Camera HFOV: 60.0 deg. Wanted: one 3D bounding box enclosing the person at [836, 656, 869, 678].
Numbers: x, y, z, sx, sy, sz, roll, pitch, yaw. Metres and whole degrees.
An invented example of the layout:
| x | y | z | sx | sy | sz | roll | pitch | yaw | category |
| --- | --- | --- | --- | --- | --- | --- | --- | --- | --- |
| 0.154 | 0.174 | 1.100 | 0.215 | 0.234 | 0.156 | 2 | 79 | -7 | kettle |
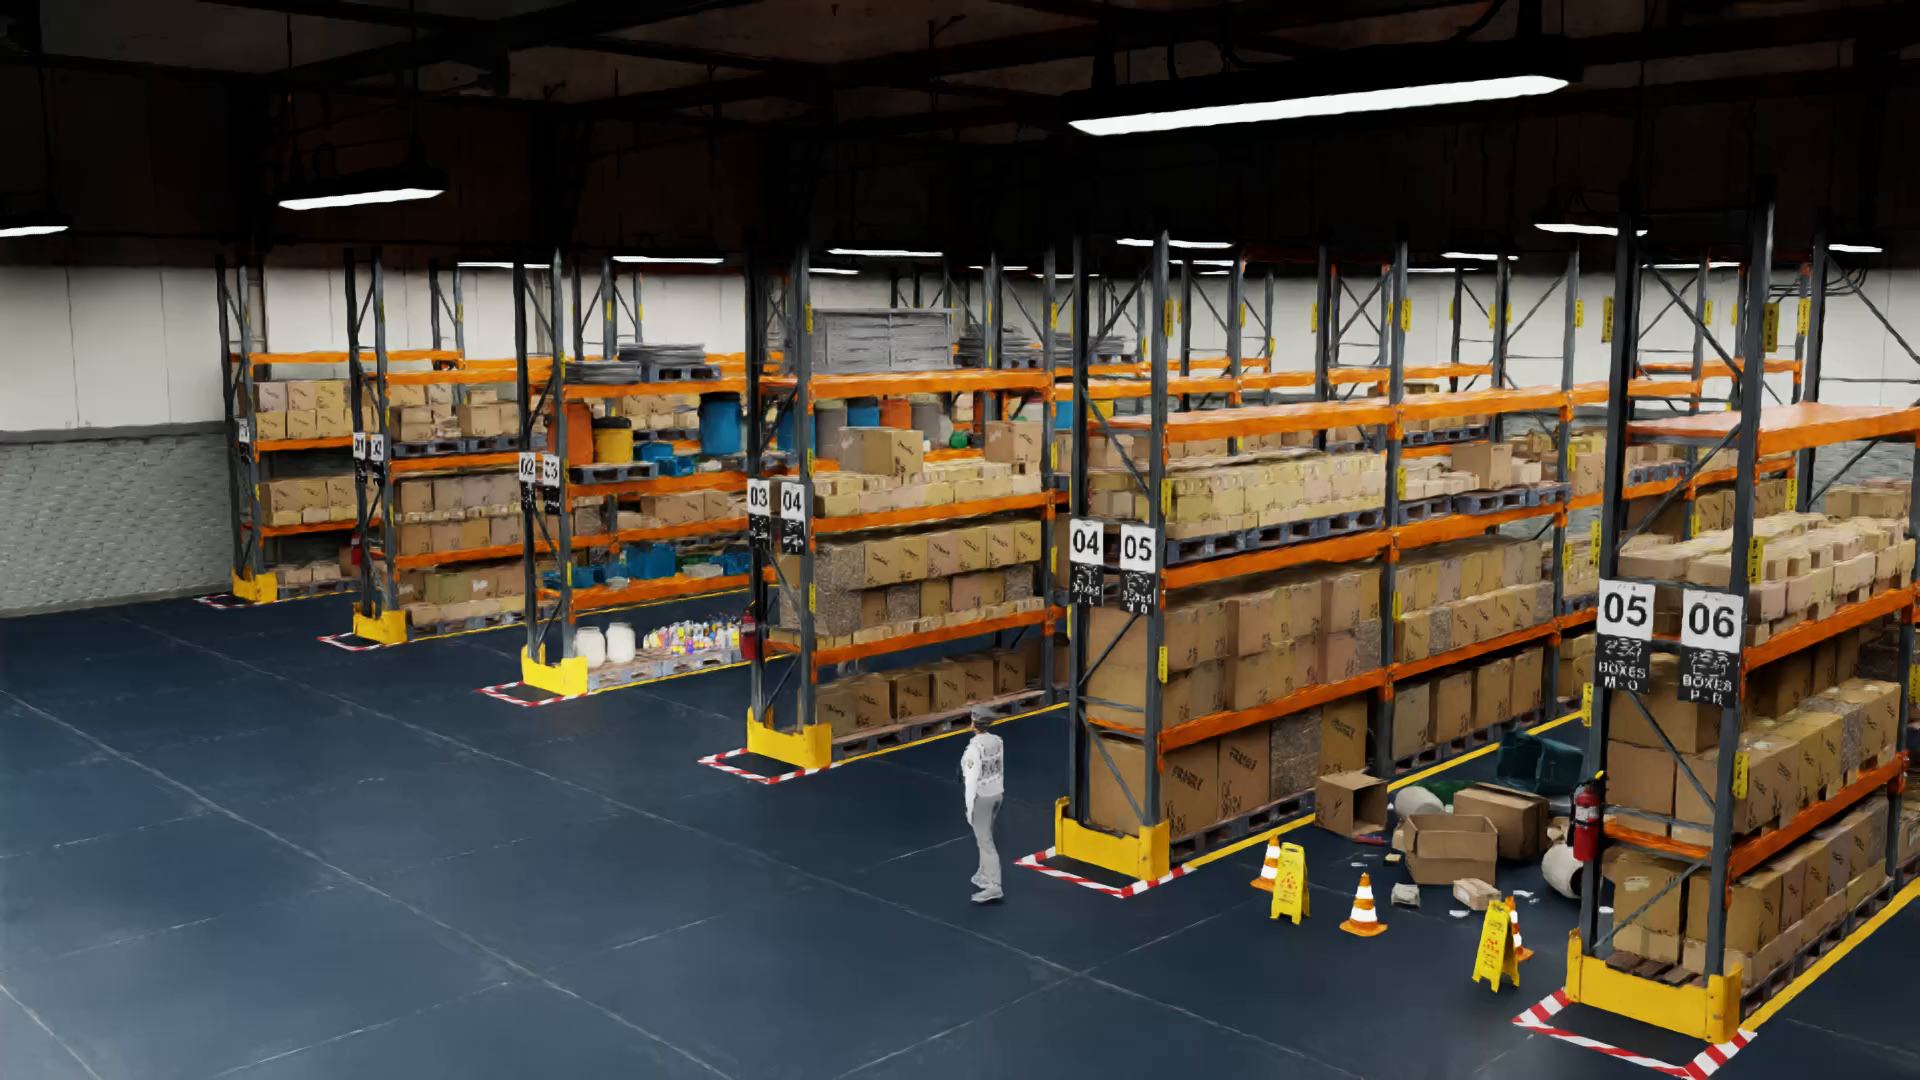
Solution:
| x | y | z | sx | sy | sz | roll | pitch | yaw | category |
| --- | --- | --- | --- | --- | --- | --- | --- | --- | --- |
| -1.368 | 1.321 | 21.576 | 0.592 | 1.630 | 0.532 | 8 | 11 | 44 | person |

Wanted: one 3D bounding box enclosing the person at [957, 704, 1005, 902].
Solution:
| x | y | z | sx | sy | sz | roll | pitch | yaw | category |
| --- | --- | --- | --- | --- | --- | --- | --- | --- | --- |
| 0.205 | 2.286 | 14.593 | 0.507 | 1.669 | 0.577 | 5 | 10 | 33 | person |
